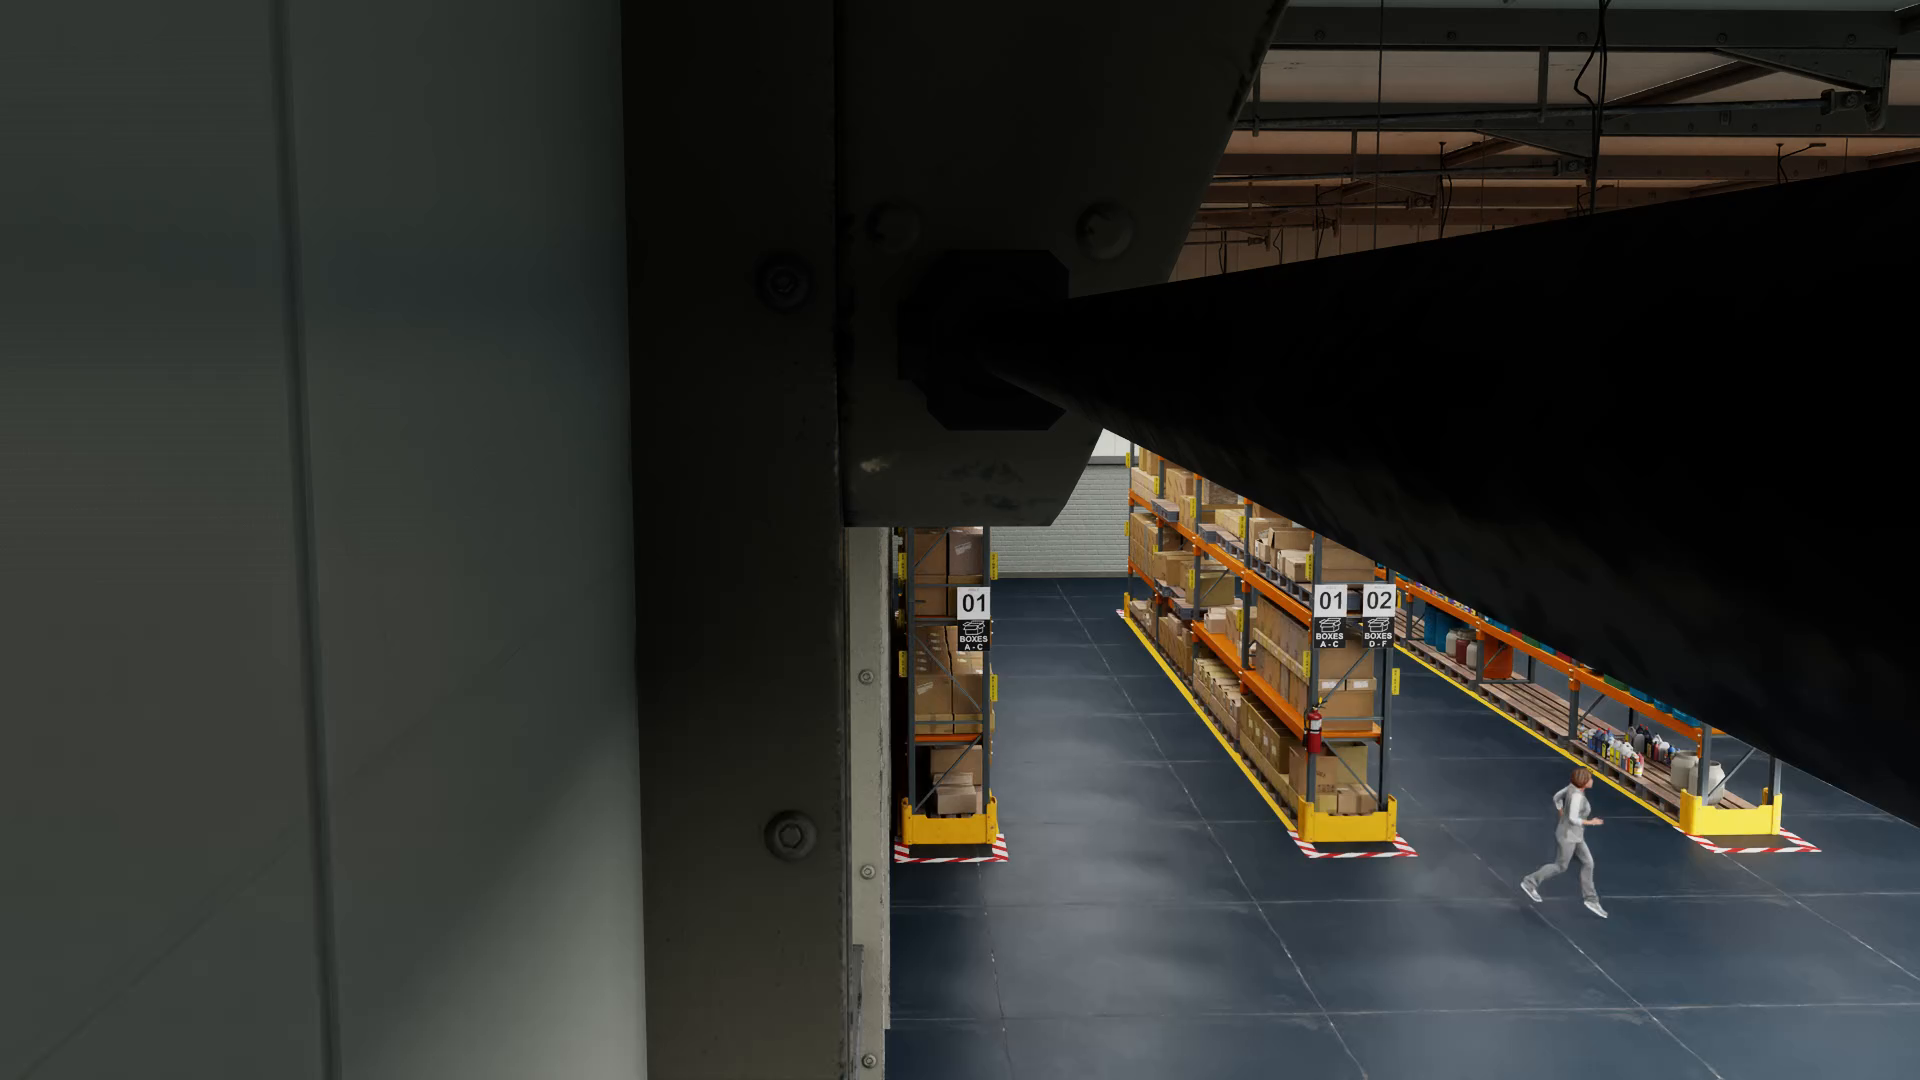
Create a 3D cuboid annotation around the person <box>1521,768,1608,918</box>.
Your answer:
[{"bbox_3d":[6.573,3.294,18.018,0.904,1.515,0.562,3,8,22],"label":"person"}]
